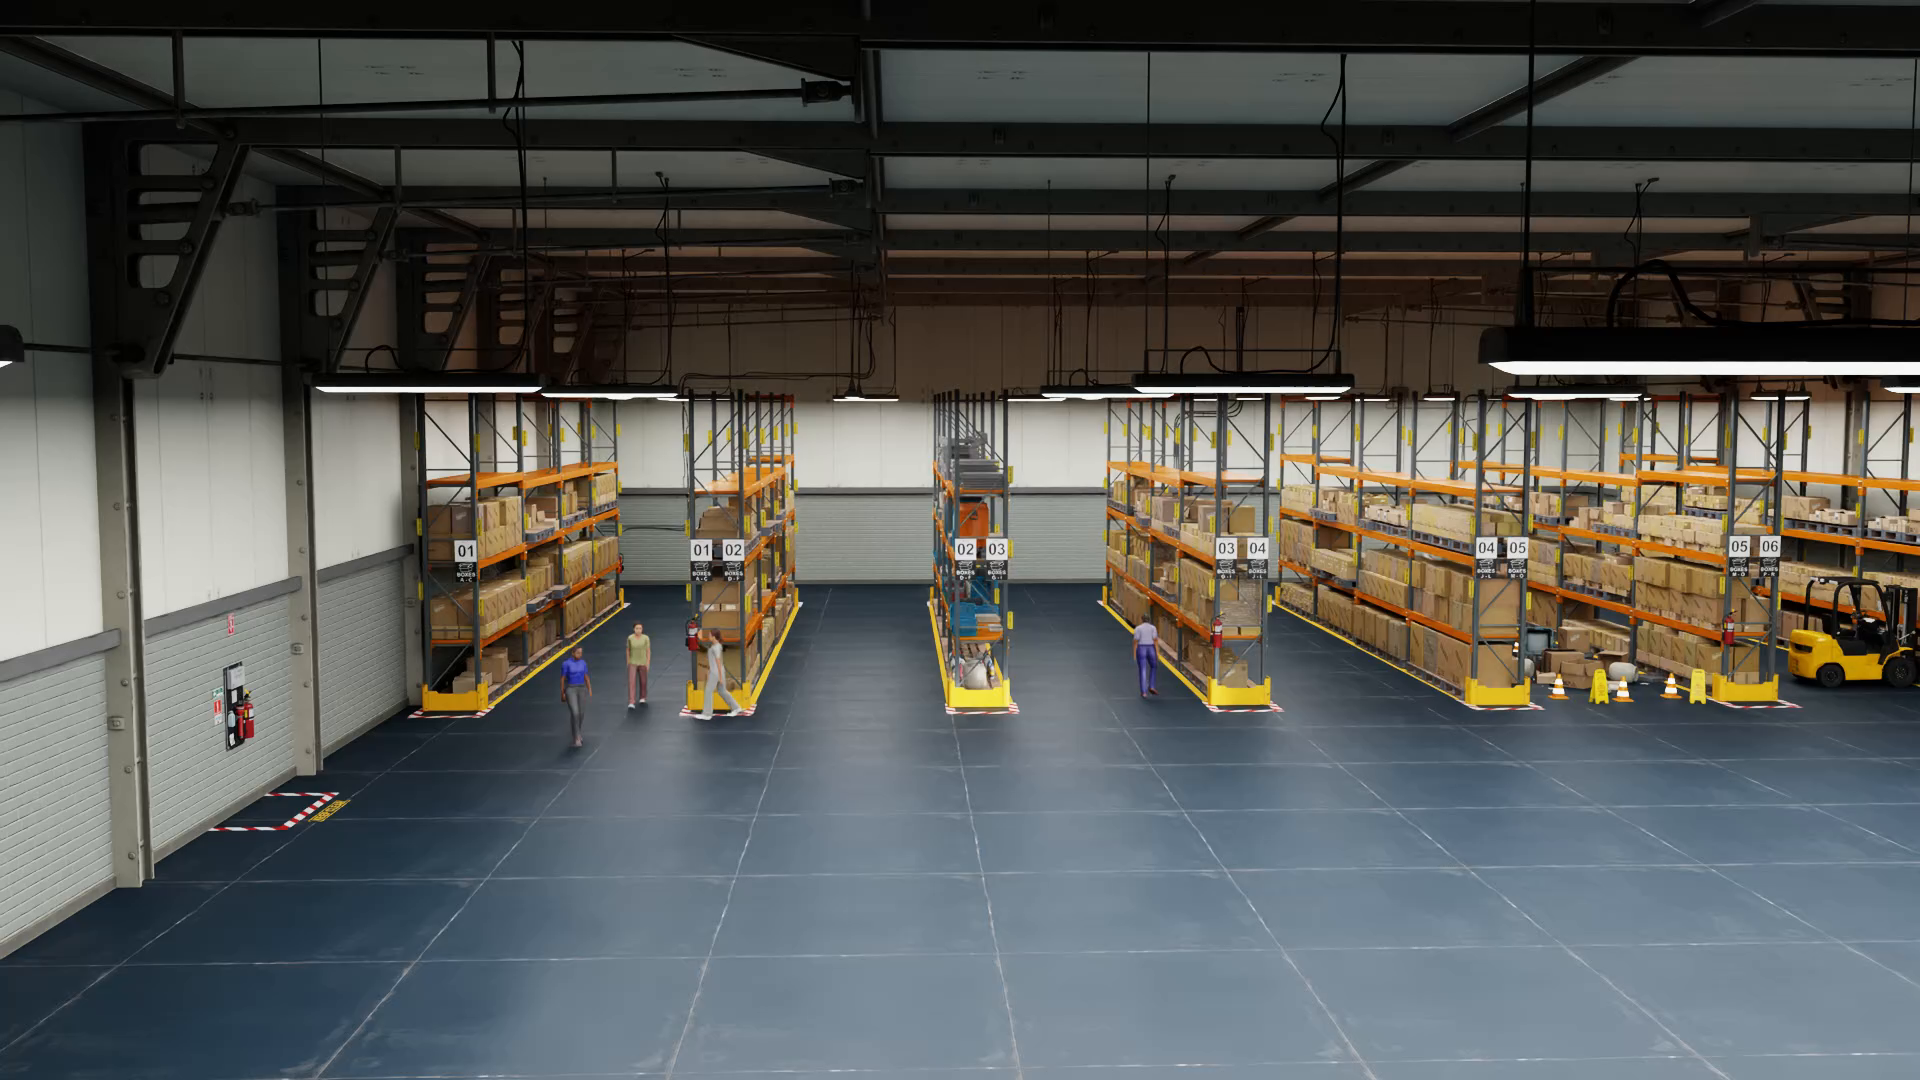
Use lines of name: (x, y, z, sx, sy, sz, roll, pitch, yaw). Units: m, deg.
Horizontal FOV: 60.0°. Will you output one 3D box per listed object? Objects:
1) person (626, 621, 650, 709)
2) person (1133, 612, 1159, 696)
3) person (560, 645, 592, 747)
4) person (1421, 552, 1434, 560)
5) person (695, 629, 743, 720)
person: (-6.096, 2.345, 31.486, 0.472, 1.640, 0.917, -1, 5, -17)
person: (3.644, 2.251, 32.604, 0.517, 1.657, 0.522, 1, 5, 7)
person: (-6.448, 2.619, 28.111, 0.471, 1.690, 0.622, -4, 6, -42)
person: (13.893, 0.825, 49.175, 0.784, 1.774, 0.546, 0, 5, 1)
person: (-4.396, 2.432, 30.283, 0.826, 1.651, 0.447, 0, 5, 0)
